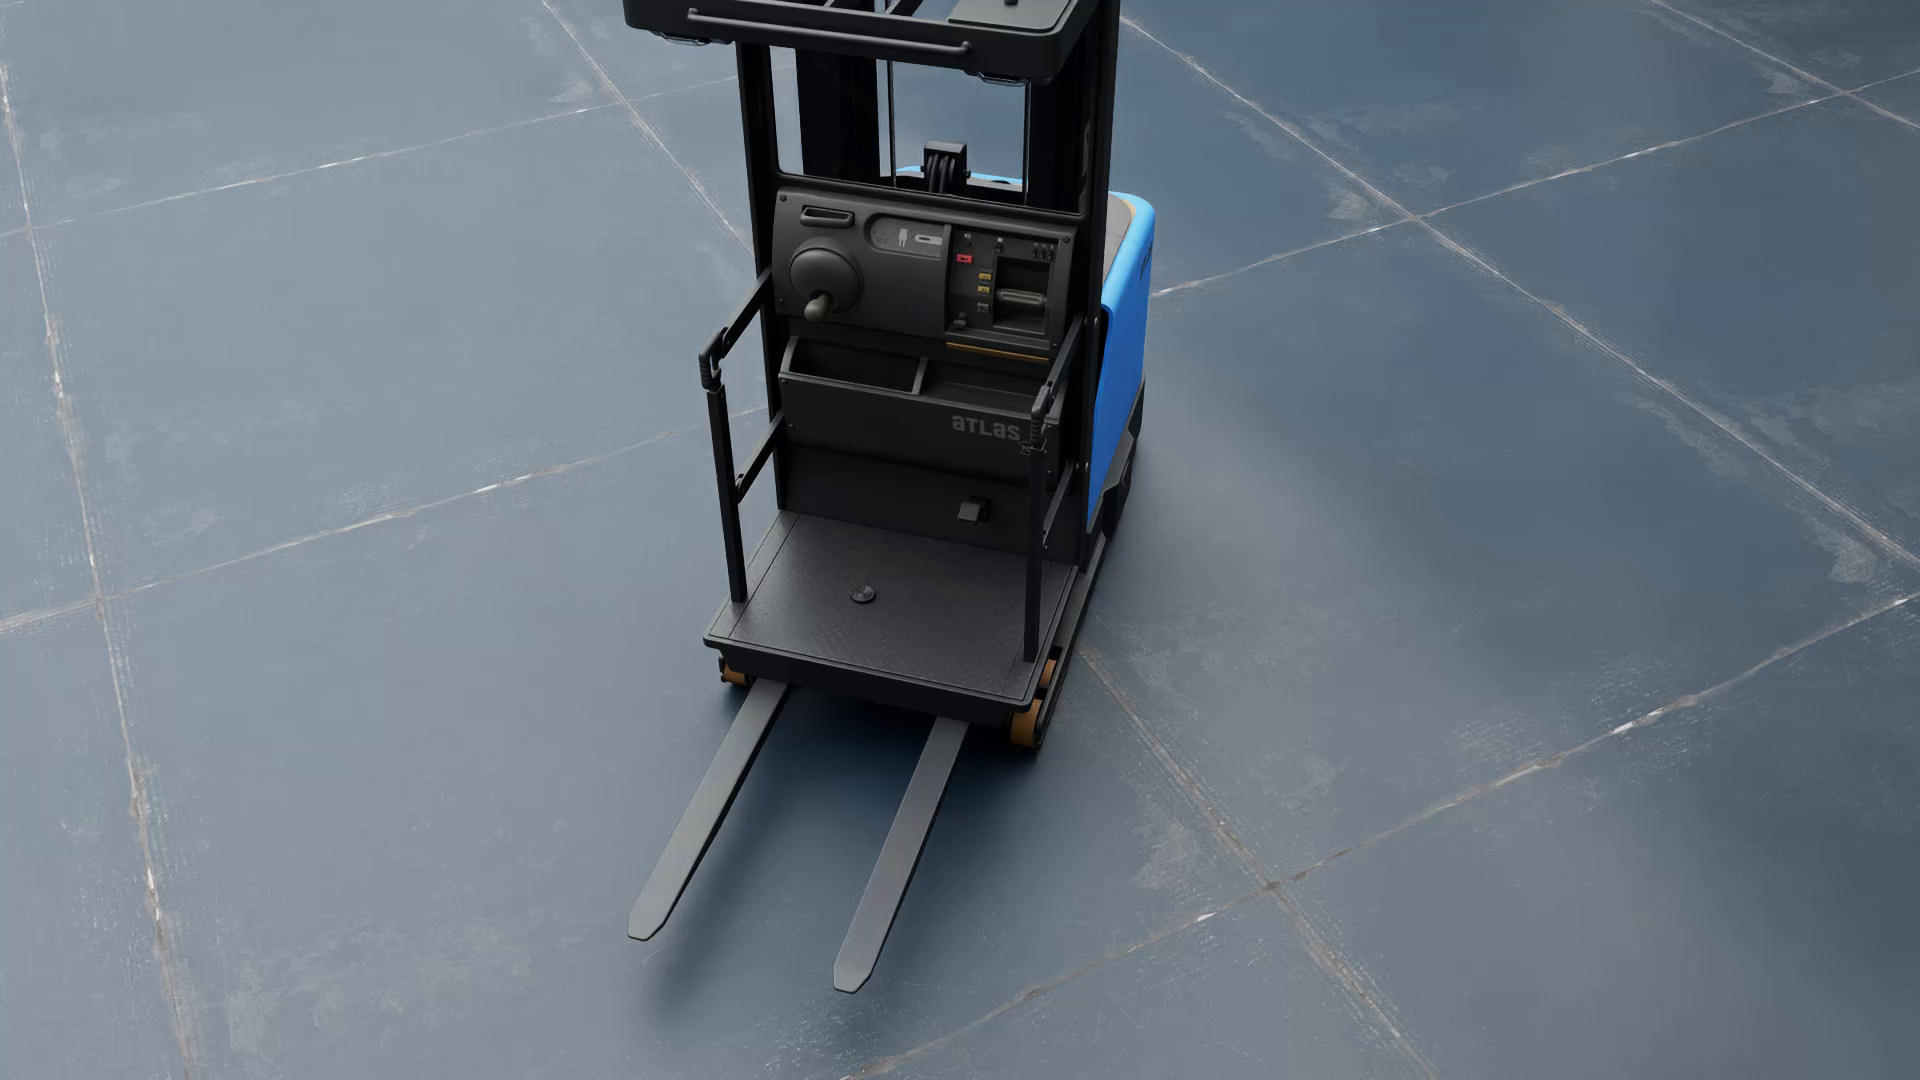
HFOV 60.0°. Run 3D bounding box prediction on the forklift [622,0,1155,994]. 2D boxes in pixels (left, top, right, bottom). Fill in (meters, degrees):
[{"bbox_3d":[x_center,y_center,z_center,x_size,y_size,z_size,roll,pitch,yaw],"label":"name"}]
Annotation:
[{"bbox_3d":[-0.177,-0.729,4.843,1.130,2.935,3.031,11,41,12],"label":"forklift"}]
